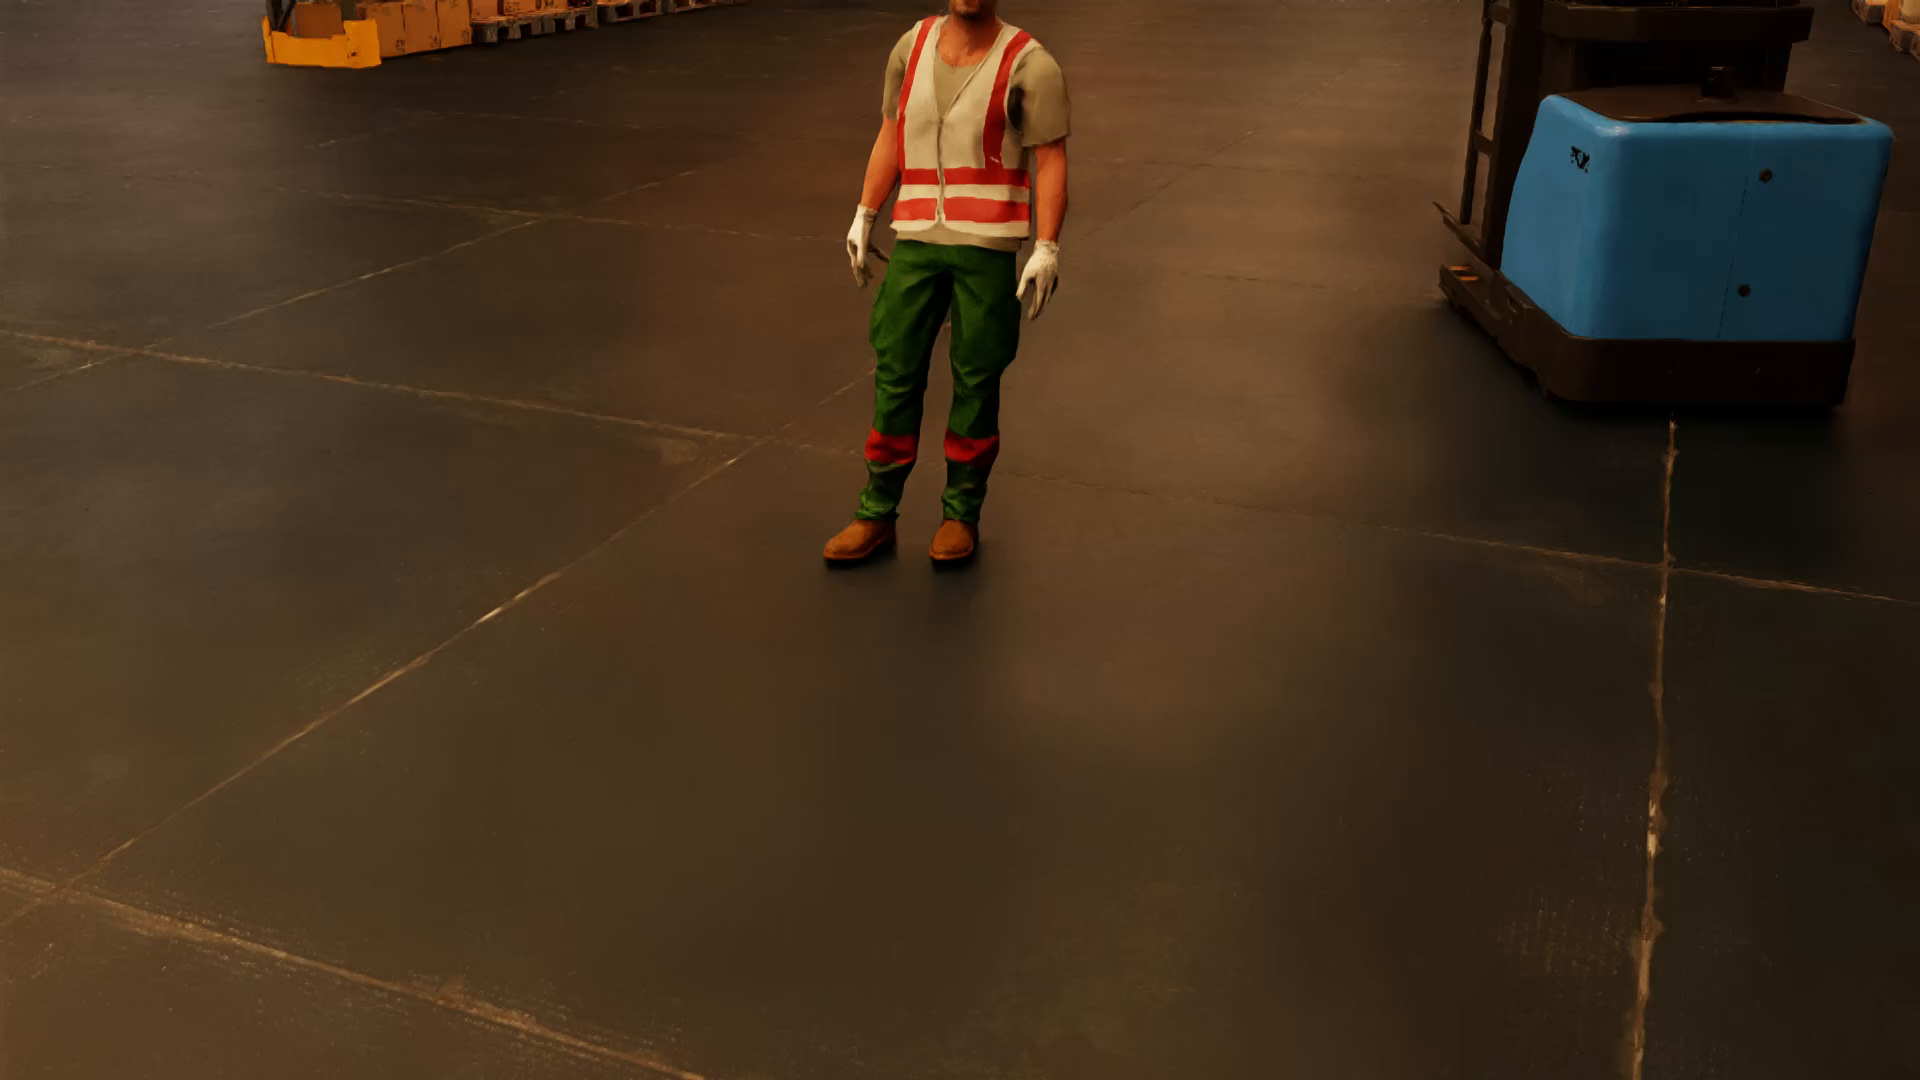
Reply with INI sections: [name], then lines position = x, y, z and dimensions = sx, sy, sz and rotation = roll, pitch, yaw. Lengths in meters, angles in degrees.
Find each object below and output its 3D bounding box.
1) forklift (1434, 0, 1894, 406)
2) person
[forklift]
position = 2.802, -2.366, 6.952
dimensions = 1.130, 2.935, 3.031
rotation = 1, 23, 2
[person]
position = -0.041, -0.805, 4.681
dimensions = 0.637, 1.787, 0.563
rotation = 9, 24, 21
